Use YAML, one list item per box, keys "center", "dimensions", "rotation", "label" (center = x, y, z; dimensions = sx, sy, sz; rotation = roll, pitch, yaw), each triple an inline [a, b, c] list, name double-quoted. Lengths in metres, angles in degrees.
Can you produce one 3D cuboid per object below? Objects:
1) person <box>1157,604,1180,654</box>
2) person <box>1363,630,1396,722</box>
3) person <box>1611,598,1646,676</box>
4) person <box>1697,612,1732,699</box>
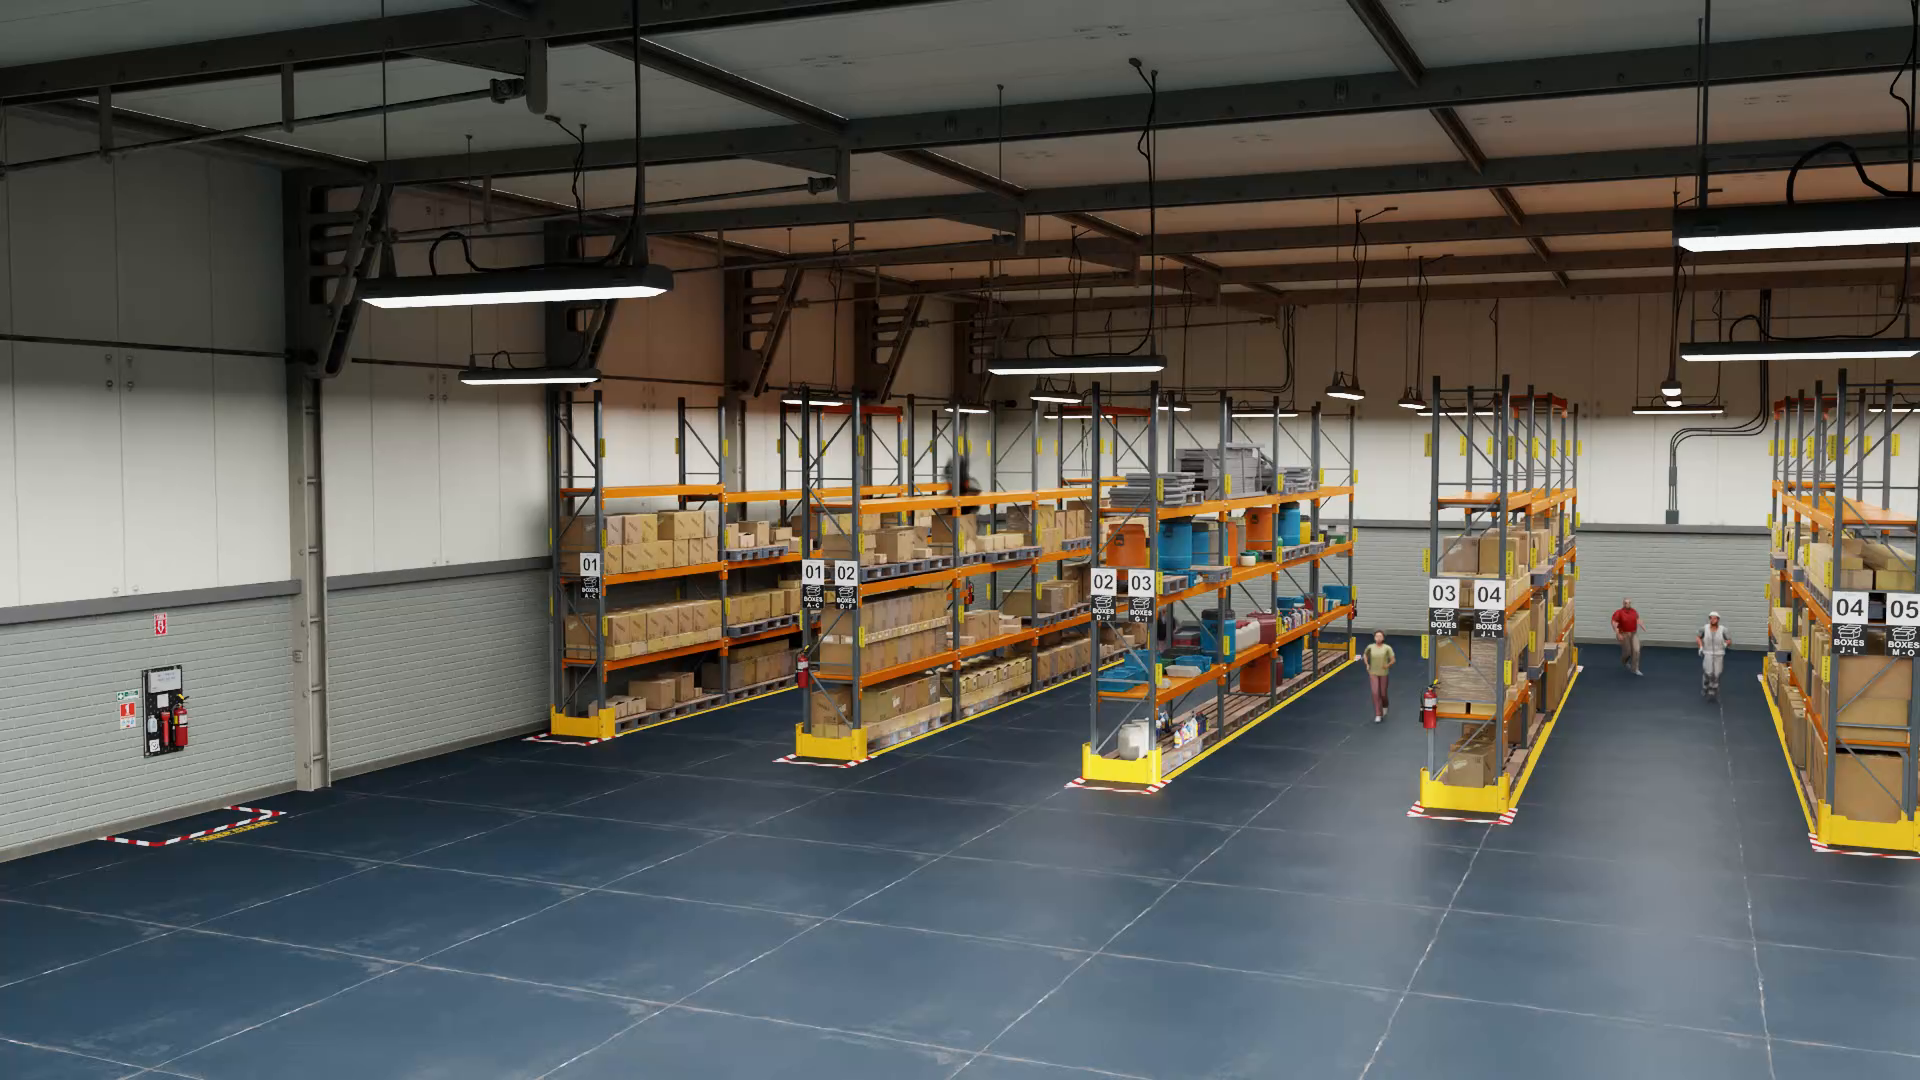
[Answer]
- center: [4.478, 2.172, 36.210]
  dimensions: [0.645, 1.684, 0.753]
  rotation: [1, 3, 14]
  label: "person"
- center: [7.697, 2.489, 30.558]
  dimensions: [0.588, 1.635, 0.797]
  rotation: [1, 3, 19]
  label: "person"
- center: [14.806, 2.131, 36.947]
  dimensions: [0.744, 1.688, 0.799]
  rotation: [0, 3, -2]
  label: "person"
- center: [14.951, 2.297, 32.970]
  dimensions: [0.632, 1.748, 0.601]
  rotation: [1, 3, 23]
  label: "person"
